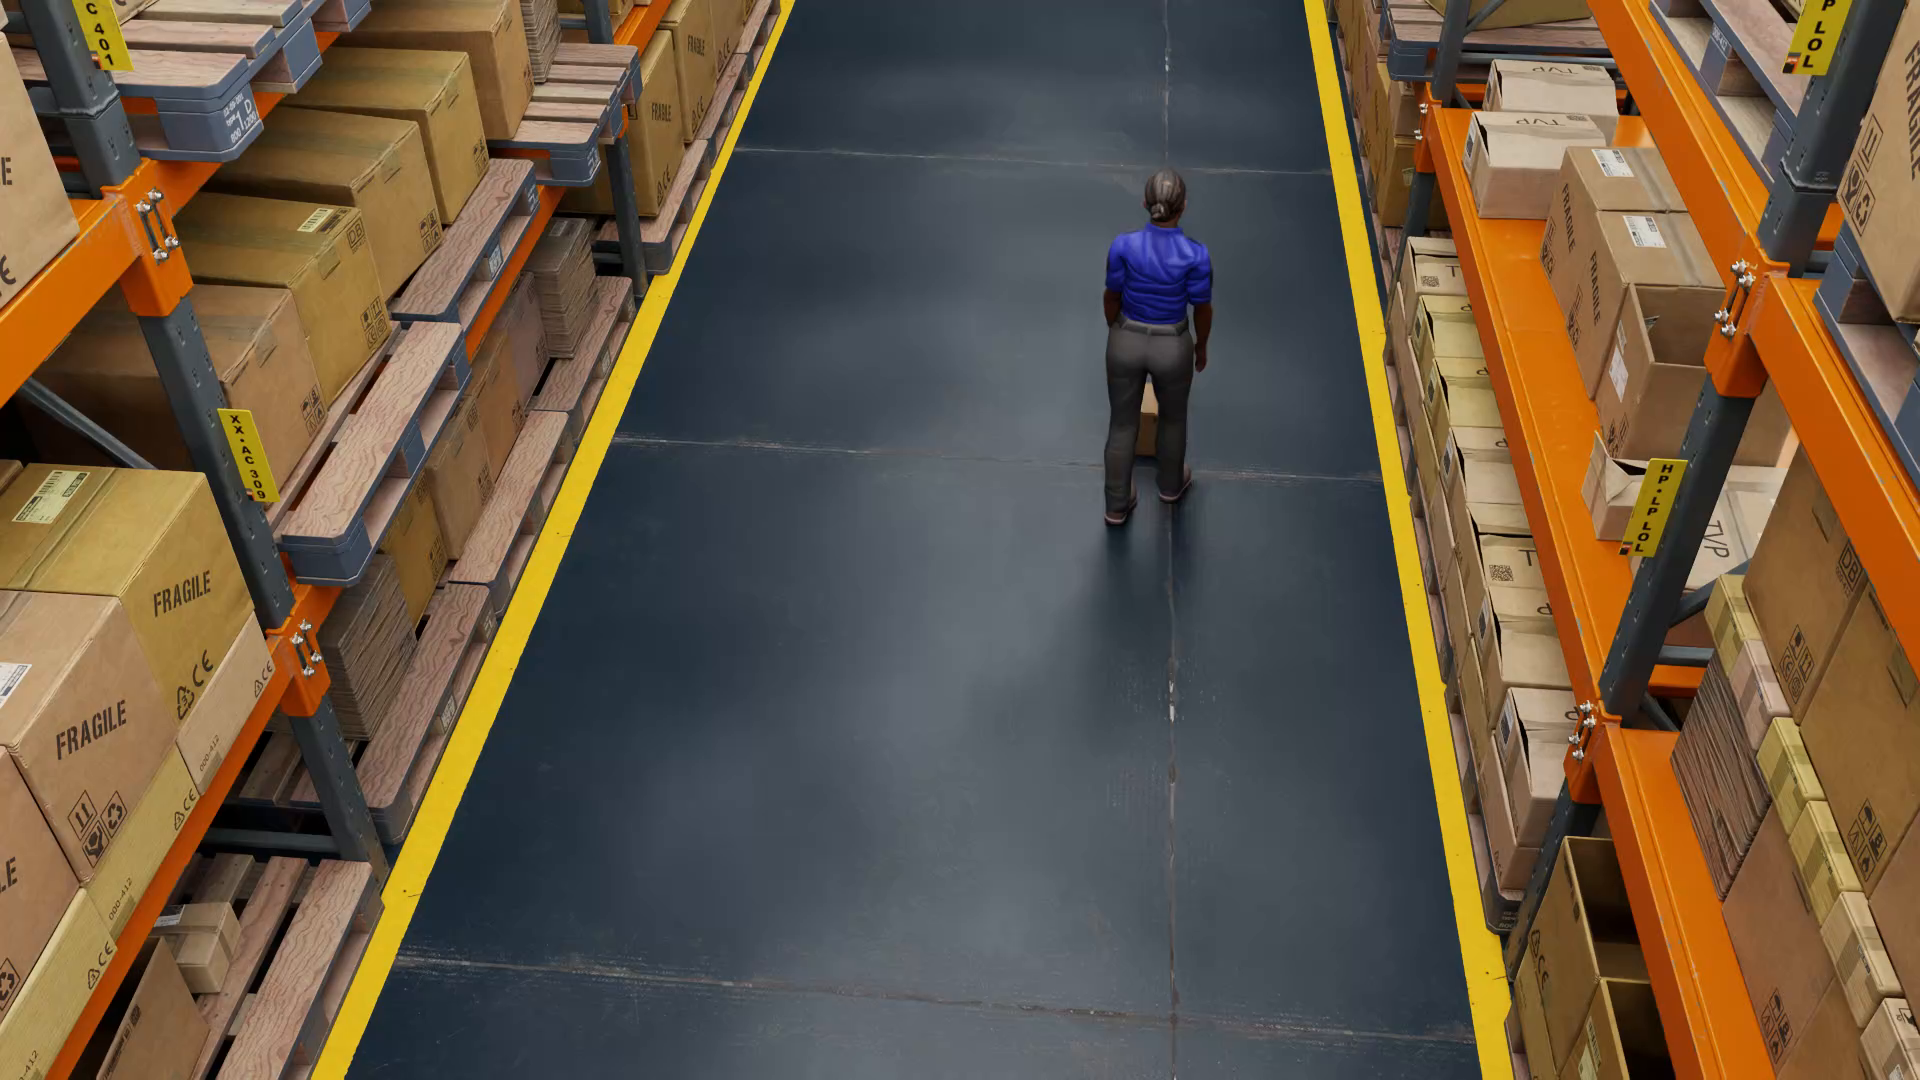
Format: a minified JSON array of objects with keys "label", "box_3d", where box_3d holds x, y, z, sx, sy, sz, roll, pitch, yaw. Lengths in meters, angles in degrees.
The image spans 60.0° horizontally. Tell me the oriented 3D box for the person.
[{"label":"person","box_3d":[0.833,-0.830,7.126,0.463,1.665,0.517,8,41,9]}]
